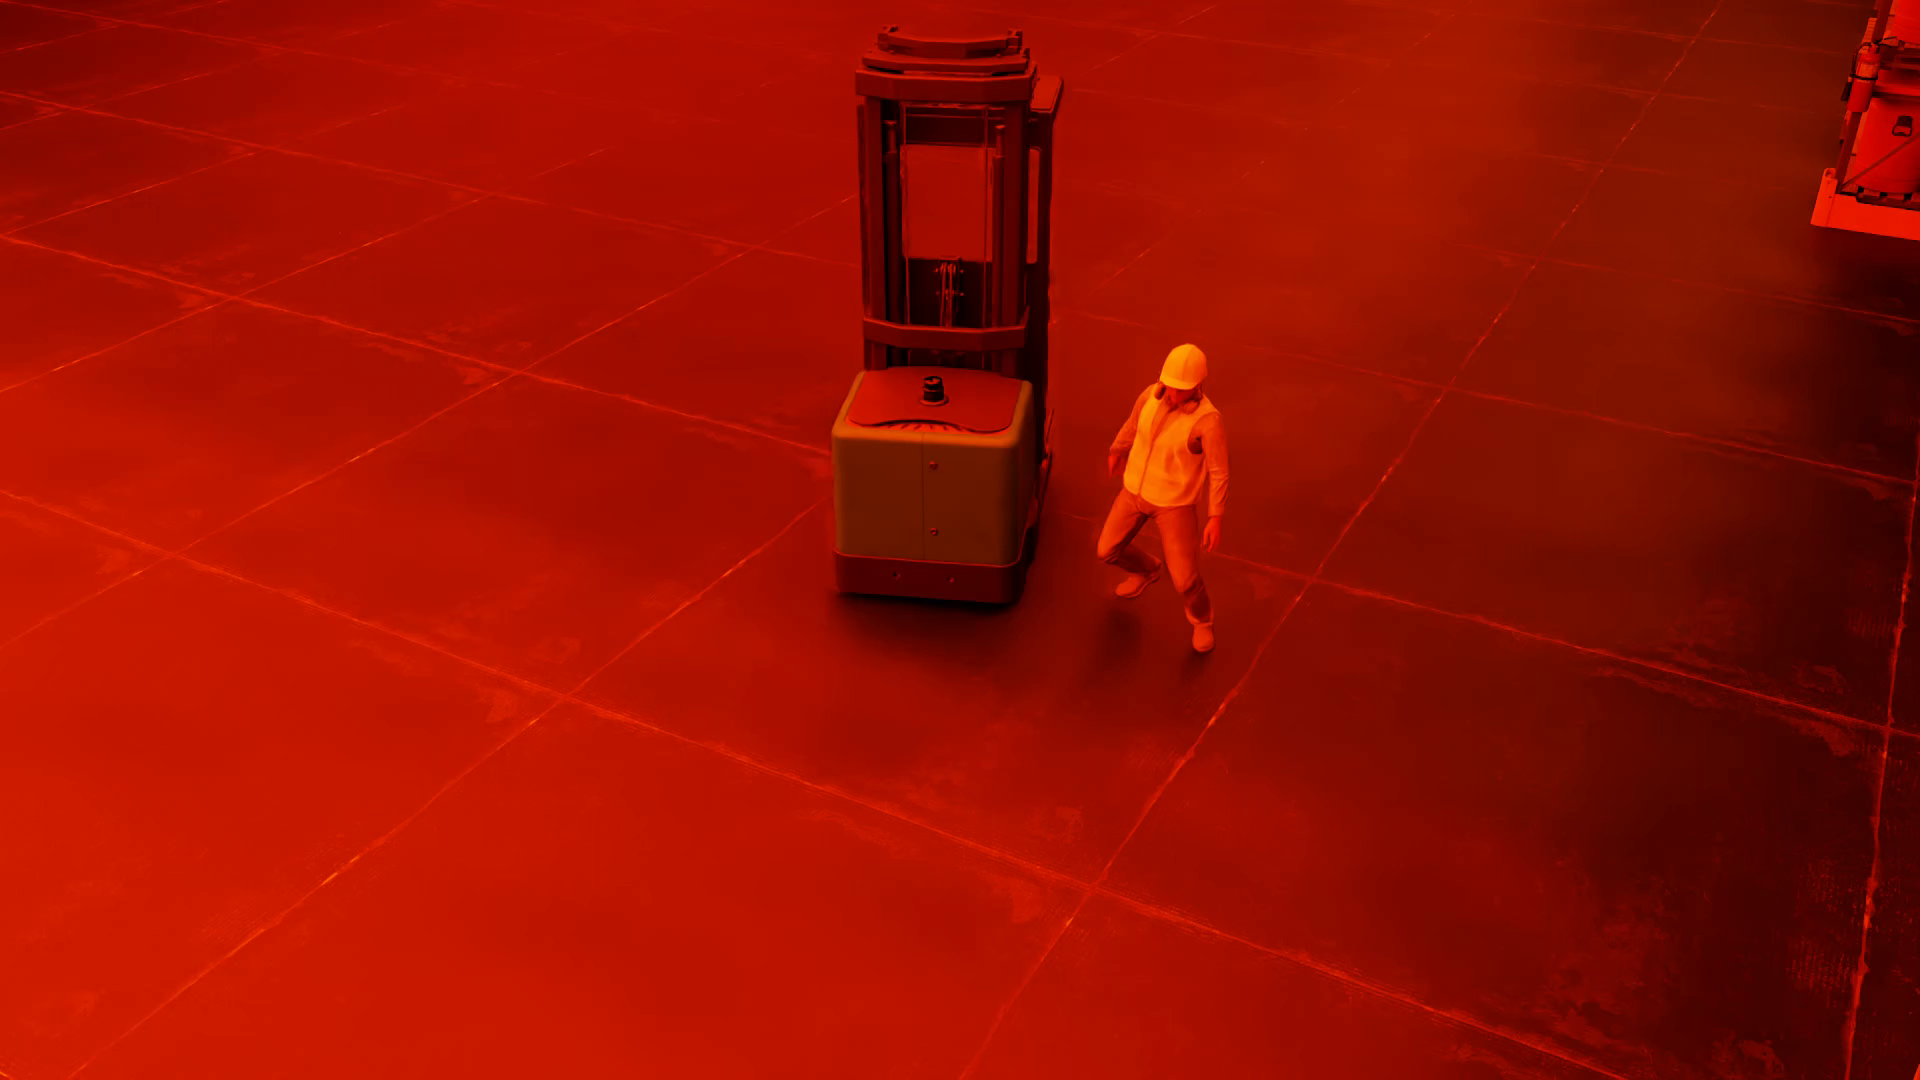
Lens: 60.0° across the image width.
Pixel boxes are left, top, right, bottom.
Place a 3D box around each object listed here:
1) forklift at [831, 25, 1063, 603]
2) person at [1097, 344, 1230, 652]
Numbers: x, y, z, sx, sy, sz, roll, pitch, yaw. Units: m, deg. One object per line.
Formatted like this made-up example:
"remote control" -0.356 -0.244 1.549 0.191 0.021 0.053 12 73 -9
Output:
"forklift" 0.005 -1.632 9.899 1.130 2.935 3.031 4 30 7
"person" 1.071 -0.285 8.824 0.486 1.688 0.882 -24 38 -35
